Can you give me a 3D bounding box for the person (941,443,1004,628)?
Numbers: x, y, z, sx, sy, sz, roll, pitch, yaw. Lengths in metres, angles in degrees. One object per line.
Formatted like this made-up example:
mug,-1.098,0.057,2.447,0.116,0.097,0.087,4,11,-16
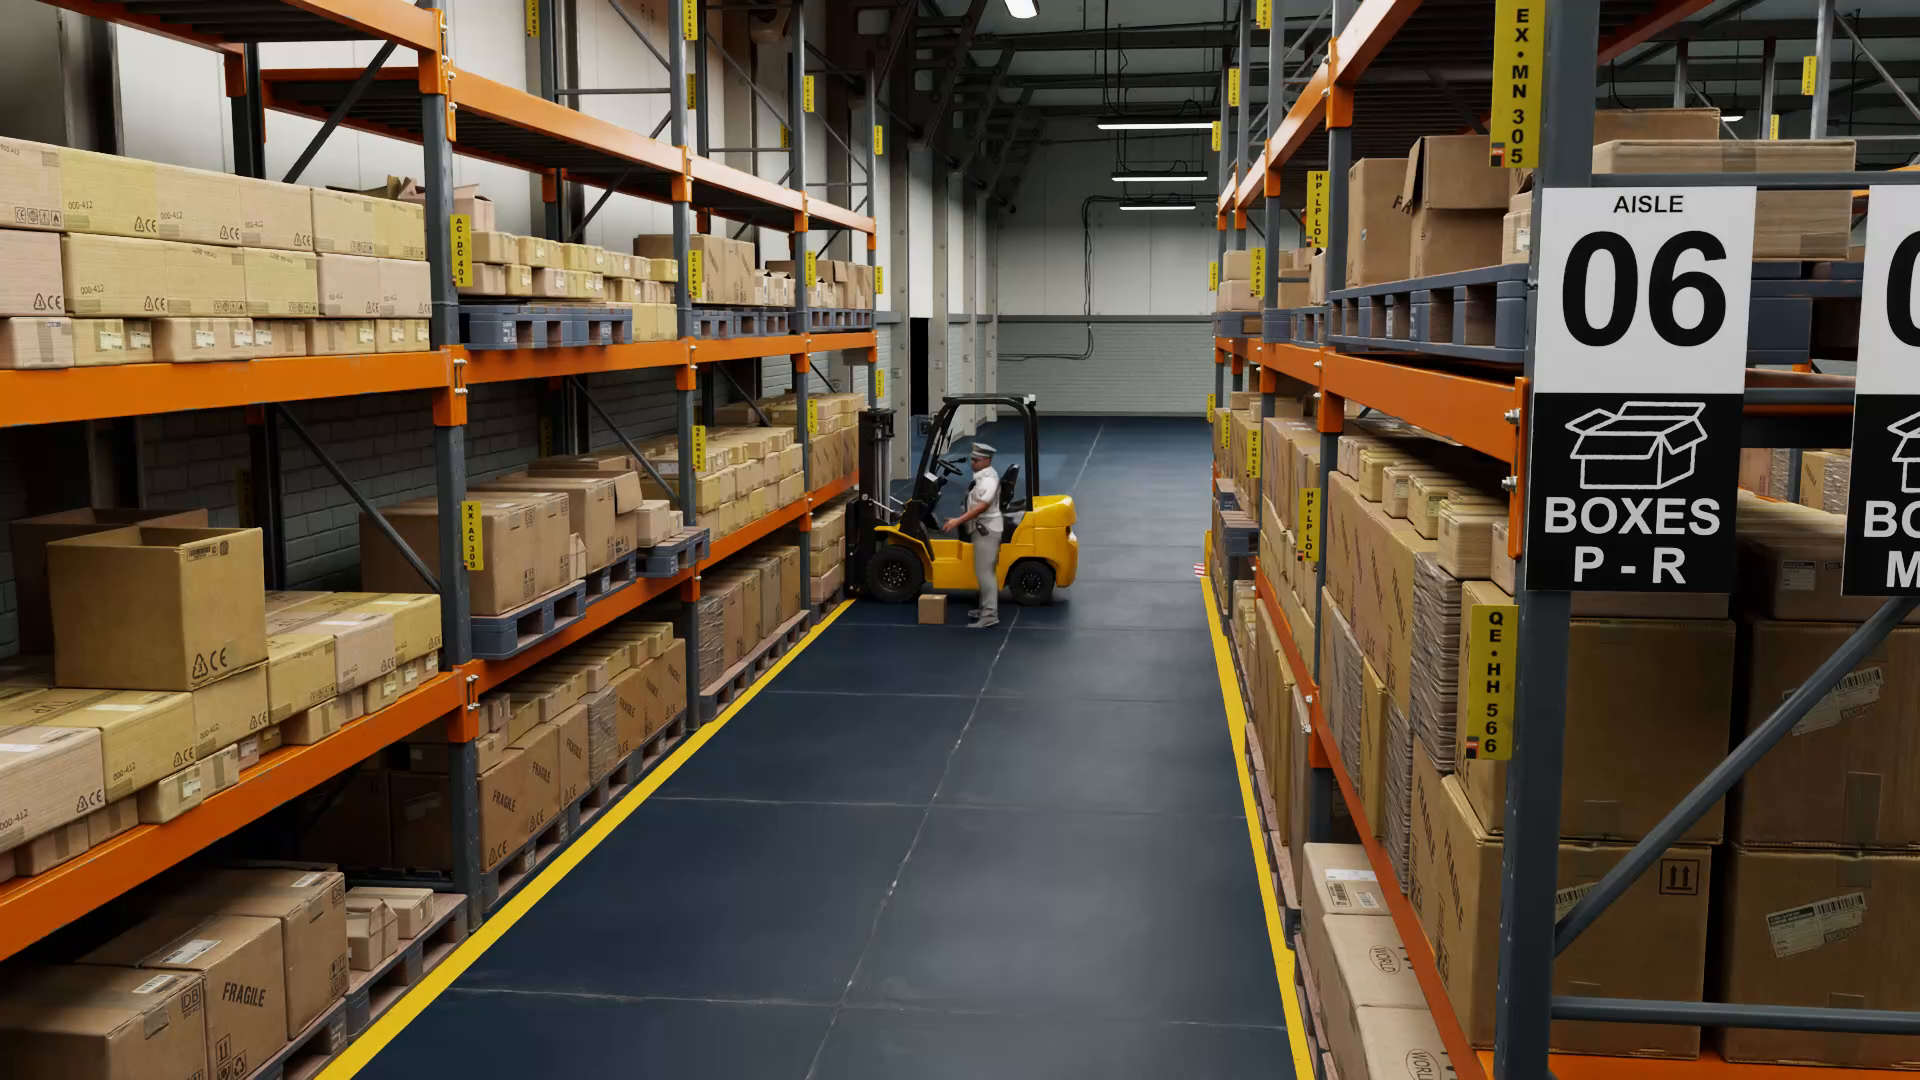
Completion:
person,0.129,-0.050,16.205,0.606,1.799,0.739,0,8,2
